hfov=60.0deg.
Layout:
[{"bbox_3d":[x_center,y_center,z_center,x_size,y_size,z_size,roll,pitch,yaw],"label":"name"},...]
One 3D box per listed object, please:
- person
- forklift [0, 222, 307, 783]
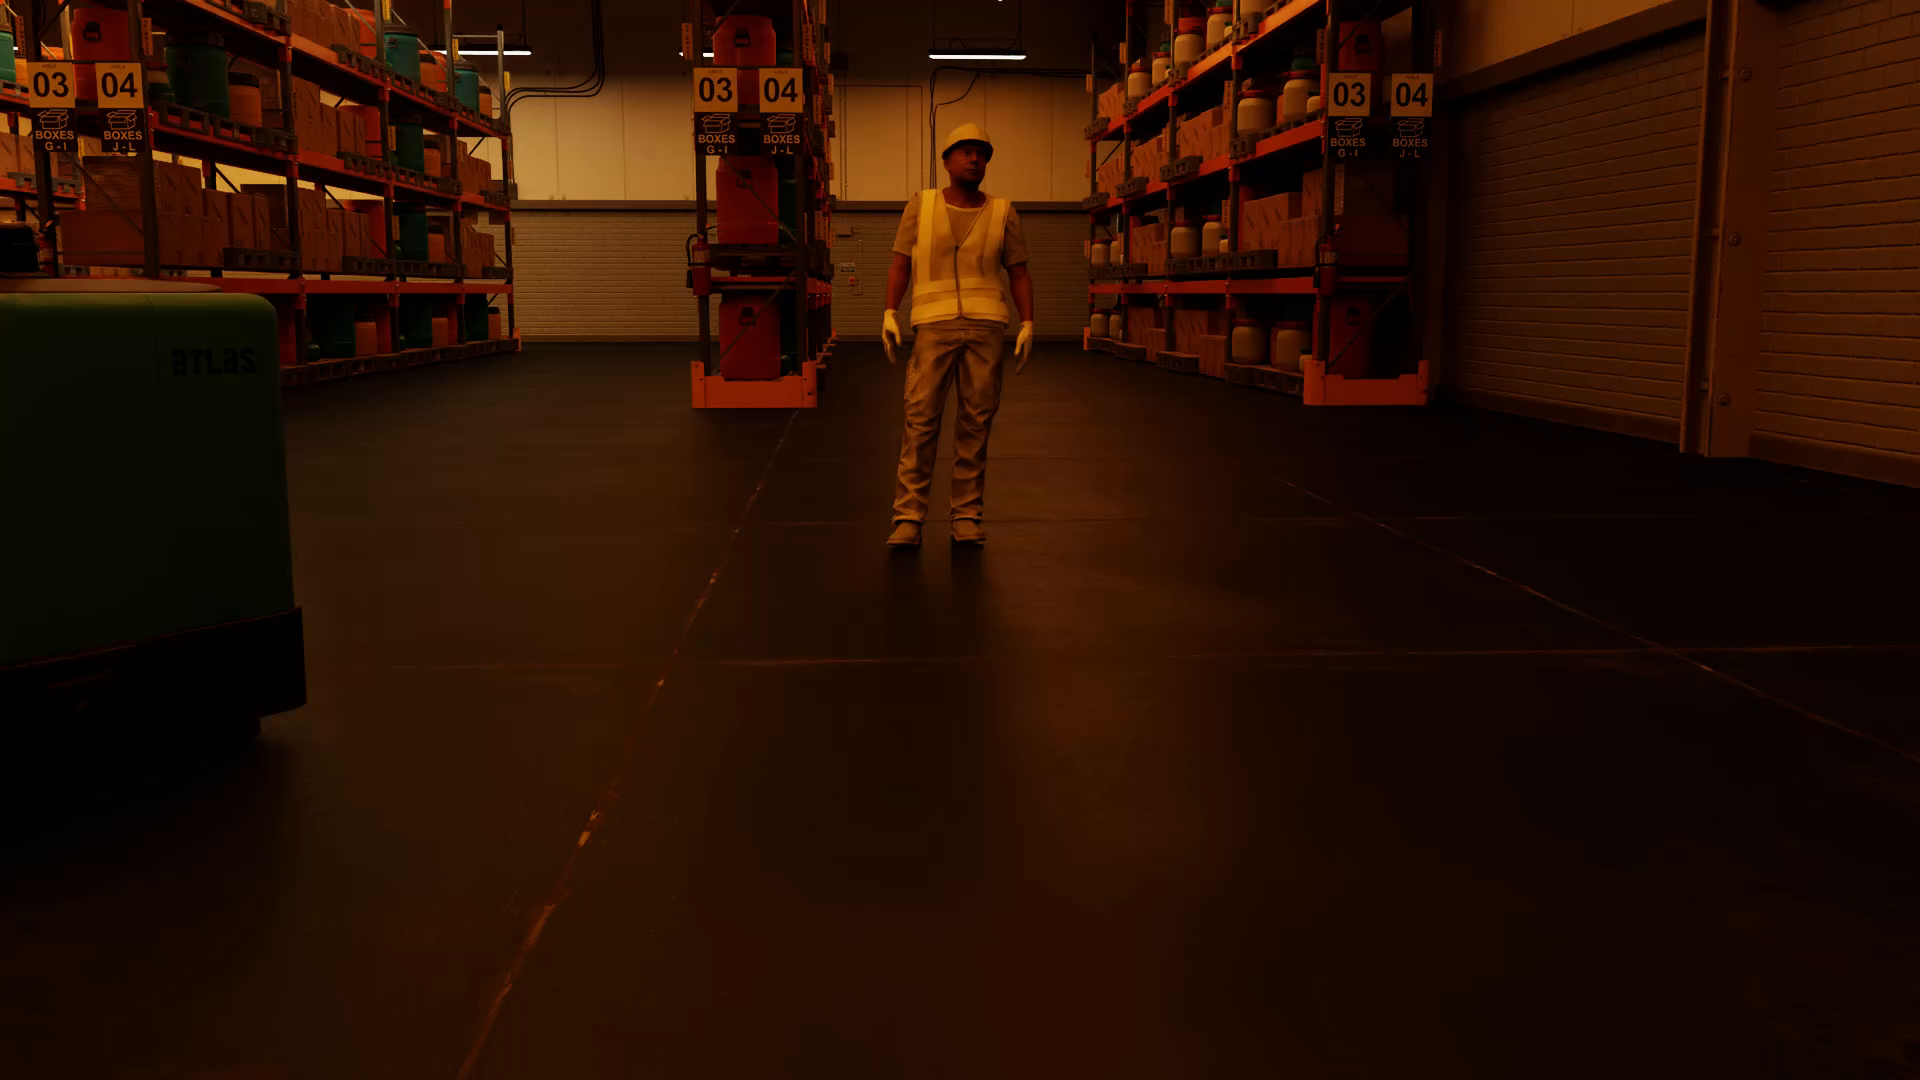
[{"bbox_3d":[-0.004,-0.879,7.106,0.657,1.785,0.575,-1,8,-4],"label":"person"},{"bbox_3d":[-2.827,-0.831,2.927,1.130,2.935,3.031,5,10,32],"label":"forklift"}]
